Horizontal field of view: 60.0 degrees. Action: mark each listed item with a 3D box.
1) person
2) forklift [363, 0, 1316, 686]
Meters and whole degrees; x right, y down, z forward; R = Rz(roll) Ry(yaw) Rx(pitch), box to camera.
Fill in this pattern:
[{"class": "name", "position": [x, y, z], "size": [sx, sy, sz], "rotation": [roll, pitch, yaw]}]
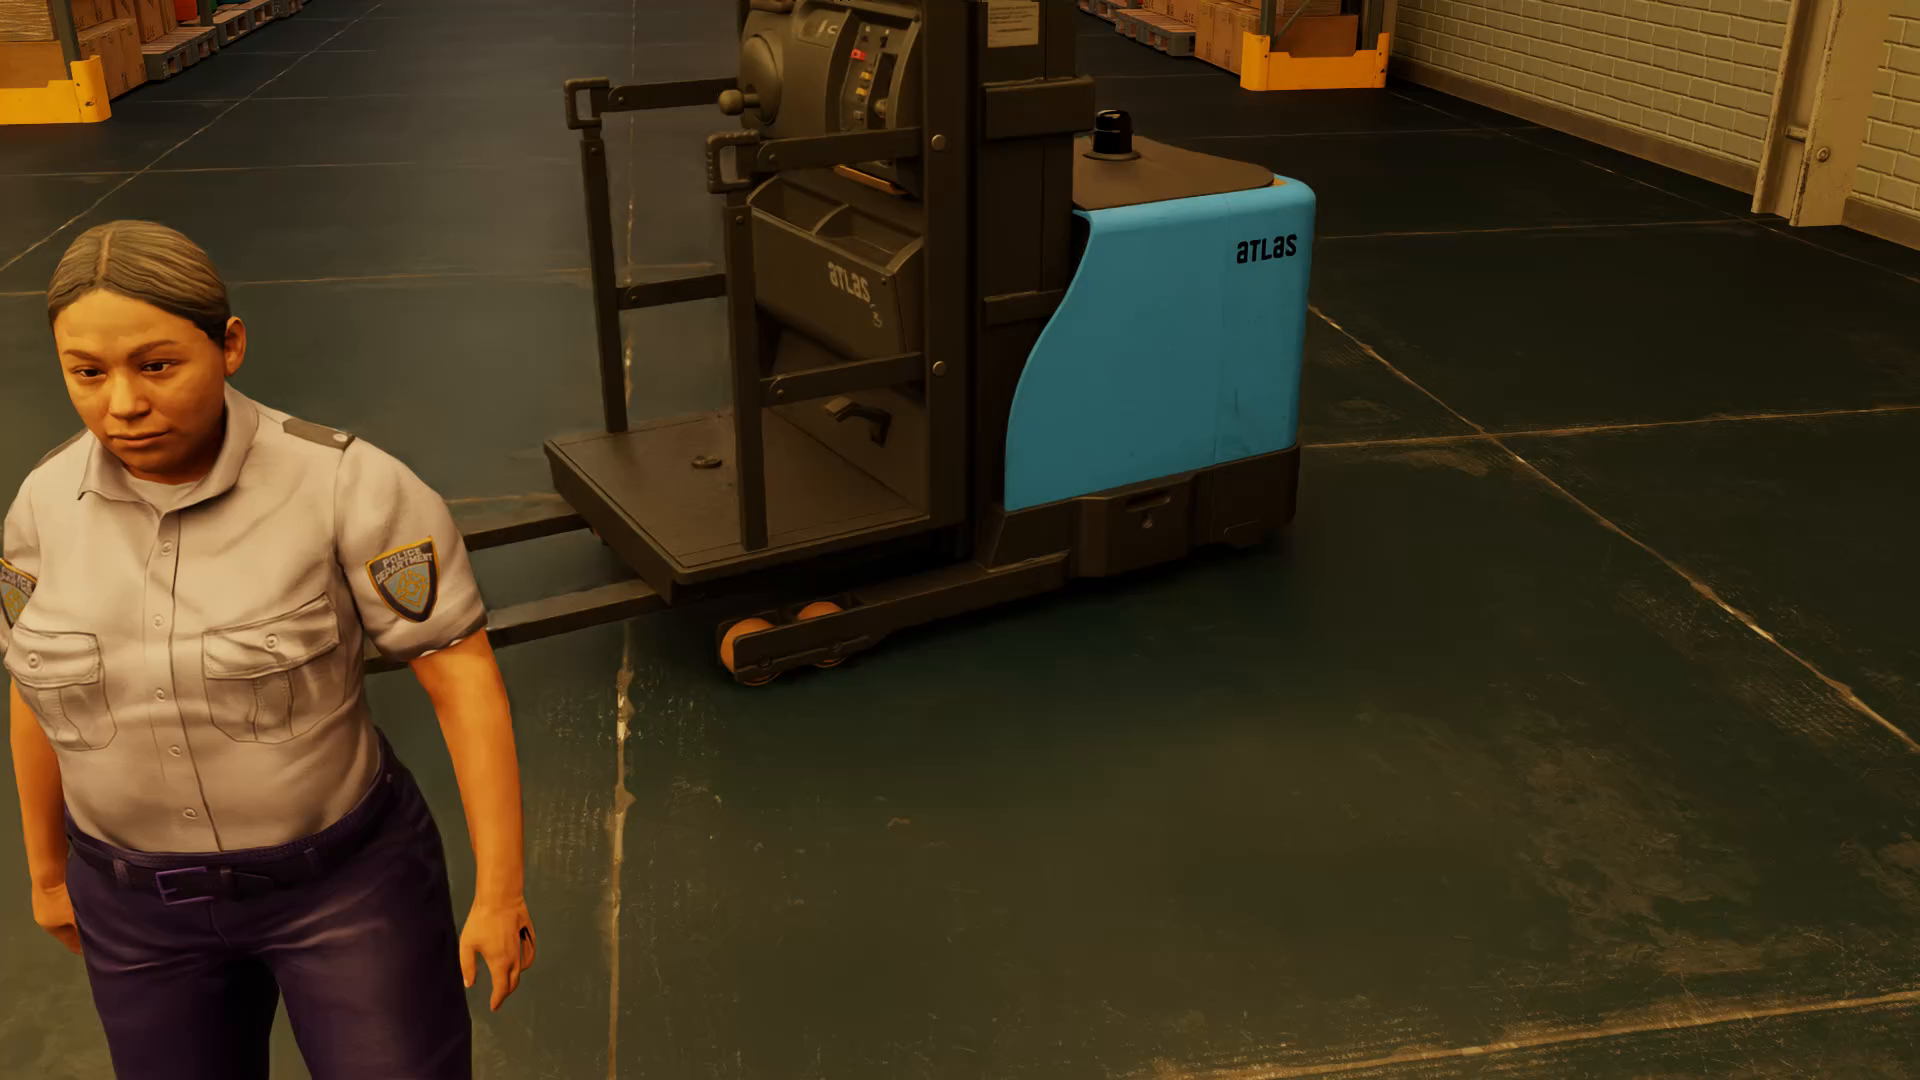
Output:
[{"class": "person", "position": [-0.814, 0.439, 1.955], "size": [0.629, 1.630, 0.455], "rotation": [-2, 23, -4]}, {"class": "forklift", "position": [-0.525, -1.218, 4.151], "size": [3.031, 2.935, 1.130], "rotation": [-13, 27, -28]}]
